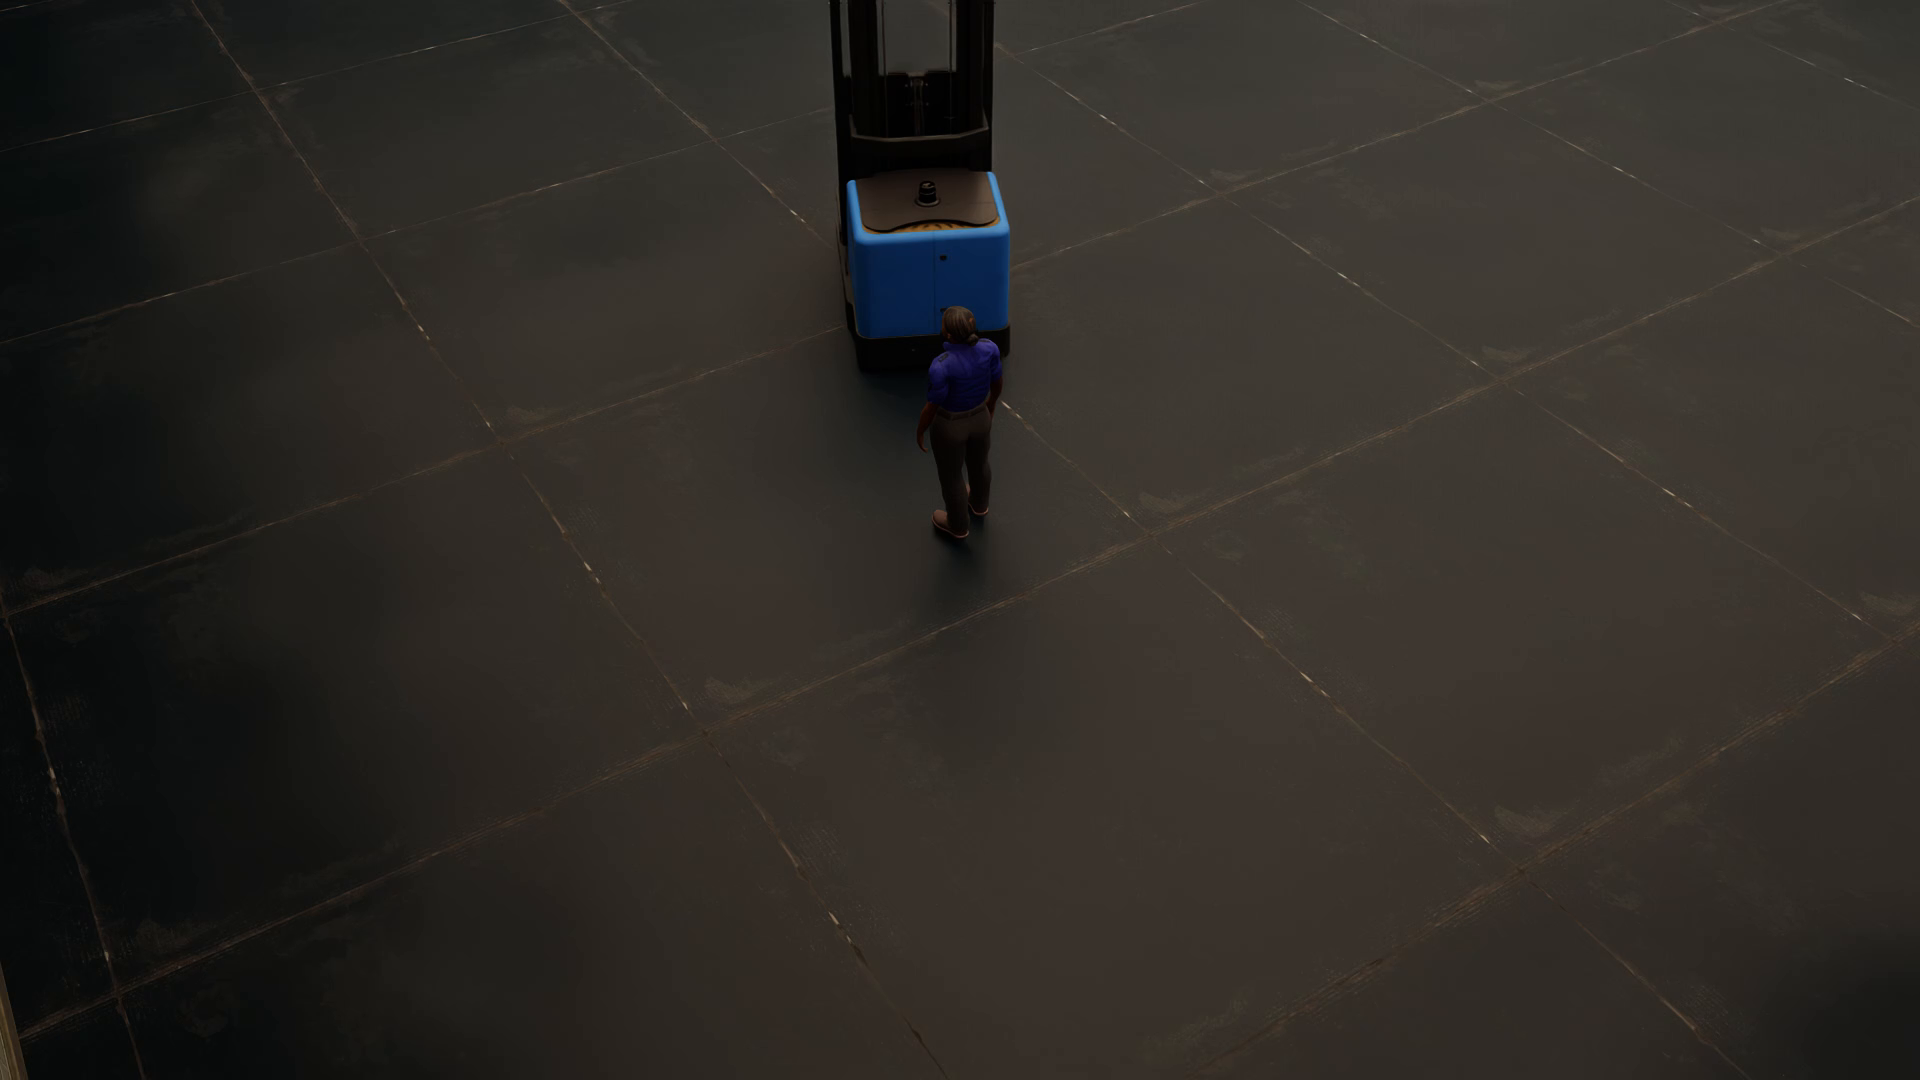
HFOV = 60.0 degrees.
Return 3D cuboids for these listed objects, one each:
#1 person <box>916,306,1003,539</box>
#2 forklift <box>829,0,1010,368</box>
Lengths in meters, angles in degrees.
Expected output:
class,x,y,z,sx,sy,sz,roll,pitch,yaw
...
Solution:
class,x,y,z,sx,sy,sz,roll,pitch,yaw
person,-0.031,-0.714,9.586,0.570,1.655,0.503,-23,46,-24
forklift,-0.350,-3.241,11.579,1.130,2.935,3.031,-5,41,-5
